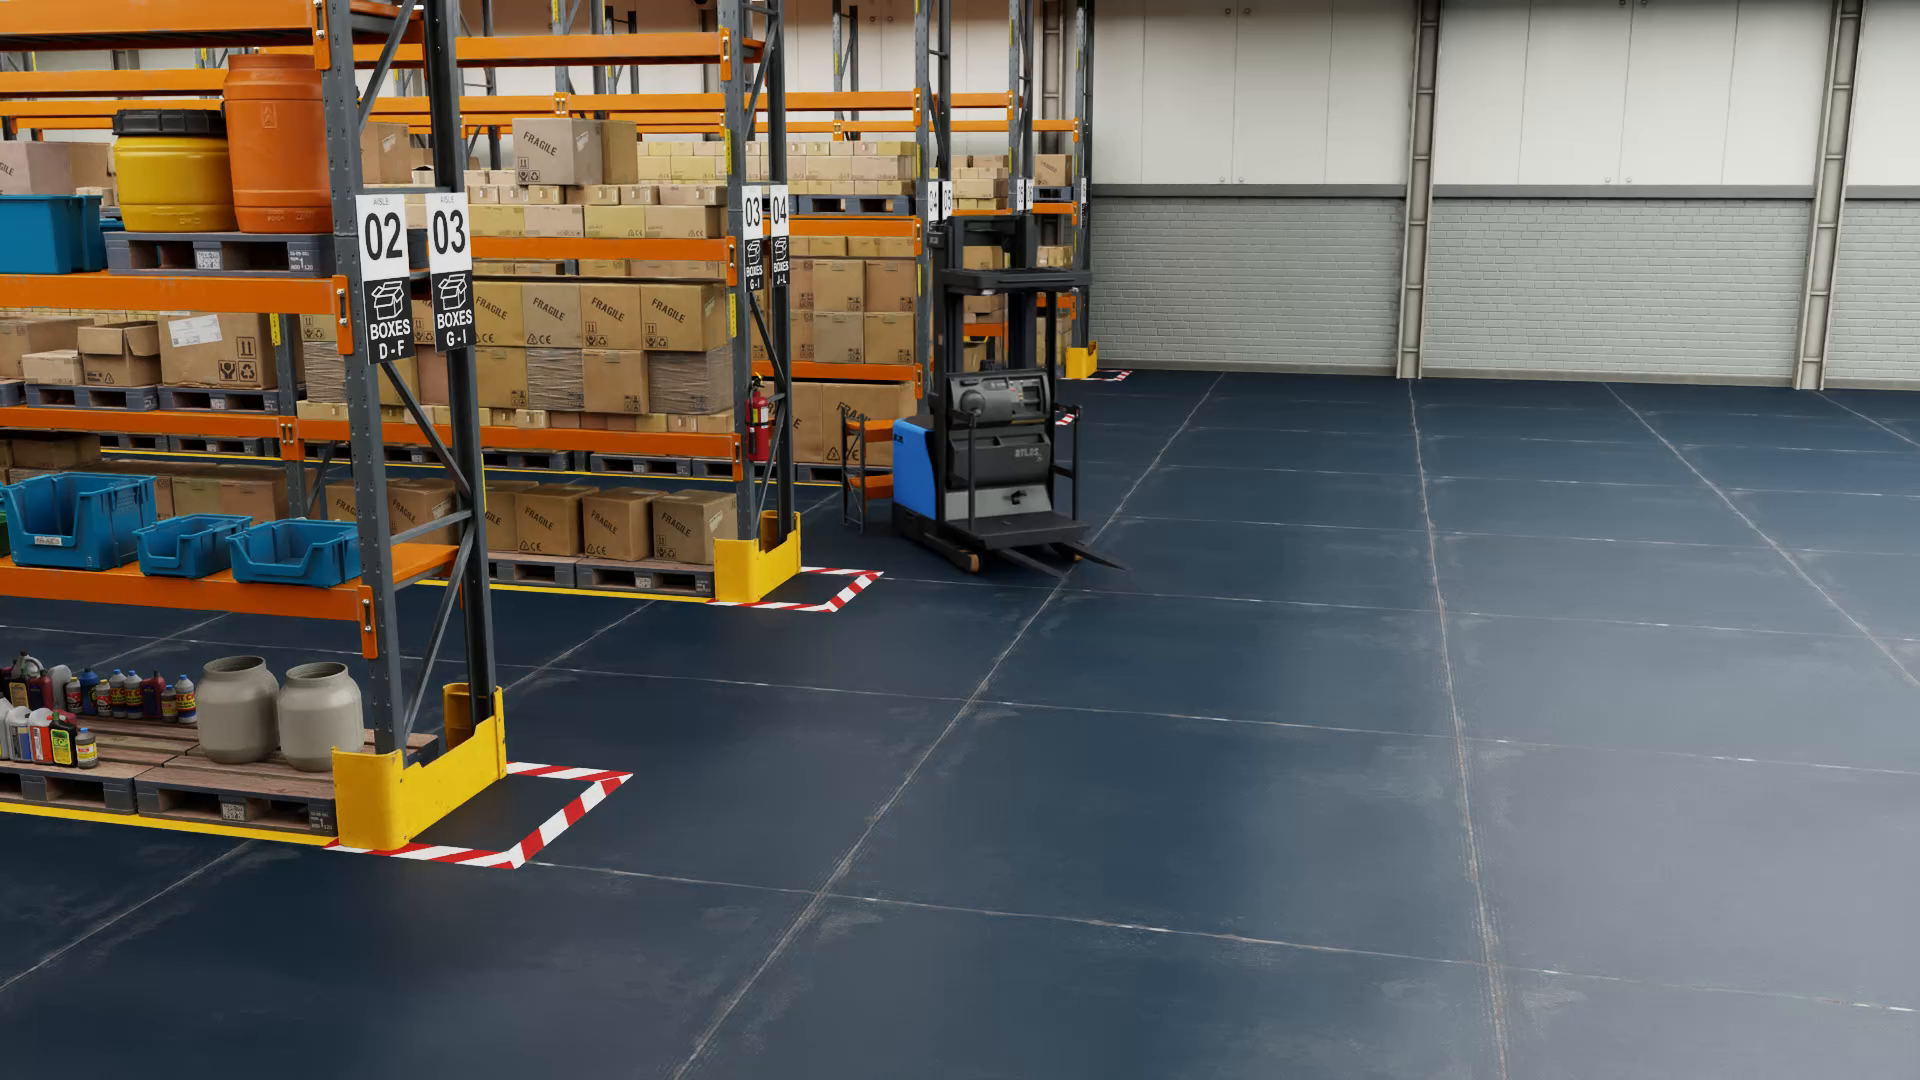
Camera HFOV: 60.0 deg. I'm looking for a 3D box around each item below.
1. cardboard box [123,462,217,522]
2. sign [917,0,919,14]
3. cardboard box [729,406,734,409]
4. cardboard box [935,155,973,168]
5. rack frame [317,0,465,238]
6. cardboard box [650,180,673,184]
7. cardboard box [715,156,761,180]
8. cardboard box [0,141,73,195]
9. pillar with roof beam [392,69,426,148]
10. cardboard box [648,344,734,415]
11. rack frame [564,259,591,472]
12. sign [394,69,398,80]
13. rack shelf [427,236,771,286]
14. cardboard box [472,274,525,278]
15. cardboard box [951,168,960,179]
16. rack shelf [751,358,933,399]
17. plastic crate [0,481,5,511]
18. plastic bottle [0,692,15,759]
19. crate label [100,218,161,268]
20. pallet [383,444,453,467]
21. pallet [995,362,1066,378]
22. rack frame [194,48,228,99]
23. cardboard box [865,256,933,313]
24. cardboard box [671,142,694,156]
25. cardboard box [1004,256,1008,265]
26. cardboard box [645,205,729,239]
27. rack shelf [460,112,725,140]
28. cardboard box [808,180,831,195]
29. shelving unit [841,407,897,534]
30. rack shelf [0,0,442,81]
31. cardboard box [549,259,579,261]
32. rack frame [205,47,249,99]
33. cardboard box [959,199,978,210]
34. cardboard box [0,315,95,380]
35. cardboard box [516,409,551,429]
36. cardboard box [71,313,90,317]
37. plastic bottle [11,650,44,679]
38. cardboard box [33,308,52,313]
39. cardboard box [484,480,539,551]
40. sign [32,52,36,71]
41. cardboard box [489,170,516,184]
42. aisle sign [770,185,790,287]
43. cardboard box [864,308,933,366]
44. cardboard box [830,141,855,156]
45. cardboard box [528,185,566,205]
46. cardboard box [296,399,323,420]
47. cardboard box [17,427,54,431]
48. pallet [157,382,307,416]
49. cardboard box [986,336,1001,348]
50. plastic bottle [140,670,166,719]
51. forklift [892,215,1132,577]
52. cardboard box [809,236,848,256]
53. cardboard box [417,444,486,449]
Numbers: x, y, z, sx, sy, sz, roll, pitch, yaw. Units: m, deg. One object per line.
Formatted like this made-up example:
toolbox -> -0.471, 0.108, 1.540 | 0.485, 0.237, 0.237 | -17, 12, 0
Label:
cardboard box -> -7.039, -0.389, 14.832 | 0.500, 0.500, 0.700 | 2, 13, 9
sign -> -0.420, -5.441, 16.657 | 0.005, 0.325, 0.100 | 3, 13, 14
cardboard box -> -1.783, -1.035, 13.569 | 0.250, 0.149, 0.380 | 3, 13, 14
cardboard box -> -0.020, -6.074, 27.336 | 0.637, 0.503, 0.797 | 3, 13, 15
rack frame -> -2.750, -2.980, 7.905 | 0.127, 3.000, 1.000 | 3, 13, 14
cardboard box -> -3.151, -3.804, 17.924 | 0.250, 0.149, 0.380 | 3, 13, 13
cardboard box -> -2.281, -3.966, 17.734 | 0.500, 0.250, 0.500 | 3, 13, 14
cardboard box -> -7.954, -3.135, 14.144 | 0.500, 0.500, 0.500 | 3, 13, 12
pillar with roof beam -> -11.145, -7.093, 26.442 | 0.548, 9.000, 9.100 | 3, 13, 14
cardboard box -> -2.090, -1.321, 13.361 | 0.500, 0.500, 0.875 | 3, 13, 14
rack frame -> -4.160, -2.338, 18.863 | 0.127, 3.000, 1.000 | 3, 13, 14
sign -> -9.801, -8.154, 28.885 | 0.005, 0.325, 0.100 | 3, 13, 14
rack shelf -> -3.505, -2.310, 13.470 | 4.000, 0.370, 1.077 | 3, 13, 14
cardboard box -> -3.973, -1.965, 13.956 | 0.500, 0.500, 0.500 | 3, 13, 14
cardboard box -> -0.081, -4.894, 22.197 | 0.250, 0.149, 0.380 | 3, 13, 13
rack shelf -> -2.218, -1.883, 18.473 | 4.000, 0.370, 1.077 | 3, 13, 14
plastic crate -> -5.494, -0.186, 9.505 | 0.616, 0.251, 0.499 | 3, 13, 14
plastic bottle -> -5.172, 0.990, 8.961 | 0.185, 0.351, 0.144 | 4, 13, 16
crate label -> -4.488, -1.610, 8.997 | 0.408, 0.251, 0.502 | 3, 13, 14
pallet -> -6.115, -1.064, 19.557 | 1.213, 0.211, 1.003 | 3, 13, 14
pallet -> 1.245, -2.890, 27.789 | 1.213, 0.211, 1.003 | 3, 13, 14
rack frame -> -13.537, -7.980, 30.441 | 0.127, 3.000, 1.000 | 3, 13, 14
cardboard box -> -0.627, -2.758, 17.917 | 0.550, 0.550, 0.875 | 3, 13, 14
cardboard box -> -2.898, -4.180, 17.778 | 0.250, 0.149, 0.380 | 3, 13, 14
cardboard box -> 0.863, -4.594, 27.302 | 0.250, 0.149, 0.380 | 3, 13, 13
cardboard box -> -2.092, -2.455, 12.813 | 0.500, 0.250, 0.500 | 3, 13, 15
rack shelf -> -5.014, -5.870, 23.517 | 4.000, 0.370, 1.077 | 3, 13, 14
cardboard box -> -1.420, -3.712, 17.508 | 0.250, 0.149, 0.380 | 3, 13, 14
shelving unit -> -0.547, -0.707, 15.841 | 1.048, 1.125, 0.538 | -6, 14, -26
rack shelf -> -4.691, -2.537, 8.494 | 4.000, 0.370, 1.077 | 3, 13, 14
cardboard box -> -5.549, -3.867, 23.868 | 0.500, 0.500, 0.500 | 3, 13, 14
rack frame -> -10.839, -6.728, 24.800 | 0.127, 3.000, 1.000 | 3, 13, 14
cardboard box -> 0.149, -4.484, 22.190 | 0.250, 0.149, 0.380 | 3, 13, 14
cardboard box -> -8.230, -1.734, 14.940 | 0.500, 0.500, 0.700 | 5, 13, 22
cardboard box -> -3.371, -0.997, 13.399 | 0.250, 0.149, 0.380 | 3, 13, 14
cardboard box -> -10.386, -2.652, 19.887 | 0.250, 0.149, 0.380 | 3, 13, 13
plastic bottle -> -5.439, 0.819, 9.732 | 0.185, 0.351, 0.144 | 3, 13, 13
cardboard box -> -10.899, -2.824, 19.976 | 0.250, 0.149, 0.380 | 2, 13, 11
cardboard box -> -3.888, -0.212, 14.081 | 0.500, 0.500, 0.500 | 2, 13, 9
sign -> -14.579, -7.544, 26.136 | 0.005, 0.325, 0.100 | 3, 13, 14
cardboard box -> -4.884, -3.986, 18.511 | 0.500, 0.250, 0.500 | 3, 13, 14
aisle sign -> -1.431, -2.422, 13.238 | 0.004, 0.787, 0.394 | 3, 13, 14
cardboard box -> -0.648, -2.213, 17.955 | 0.550, 0.550, 0.875 | 3, 13, 14
cardboard box -> -1.176, -4.088, 17.364 | 0.250, 0.149, 0.380 | 3, 13, 14
cardboard box -> -3.169, -2.696, 12.978 | 0.250, 0.149, 0.380 | 2, 13, 11
cardboard box -> -5.310, -1.103, 13.877 | 0.250, 0.149, 0.380 | 3, 13, 14
cardboard box -> -11.273, -1.644, 20.535 | 0.500, 0.500, 0.500 | 4, 13, 16
pallet -> -6.154, -1.277, 14.523 | 1.213, 0.211, 1.003 | 3, 13, 14
cardboard box -> 0.459, -3.338, 27.592 | 0.500, 0.250, 0.500 | 3, 13, 12
plastic bottle -> -4.651, 0.885, 9.591 | 0.133, 0.283, 0.061 | 3, 13, 14
forklift -> 0.435, -1.257, 14.146 | 1.130, 2.935, 3.031 | -6, 14, -24
cardboard box -> -1.725, -3.935, 22.835 | 0.500, 0.500, 0.700 | 3, 13, 12
cardboard box -> -5.720, -1.509, 19.350 | 0.750, 0.750, 1.050 | 3, 13, 14
